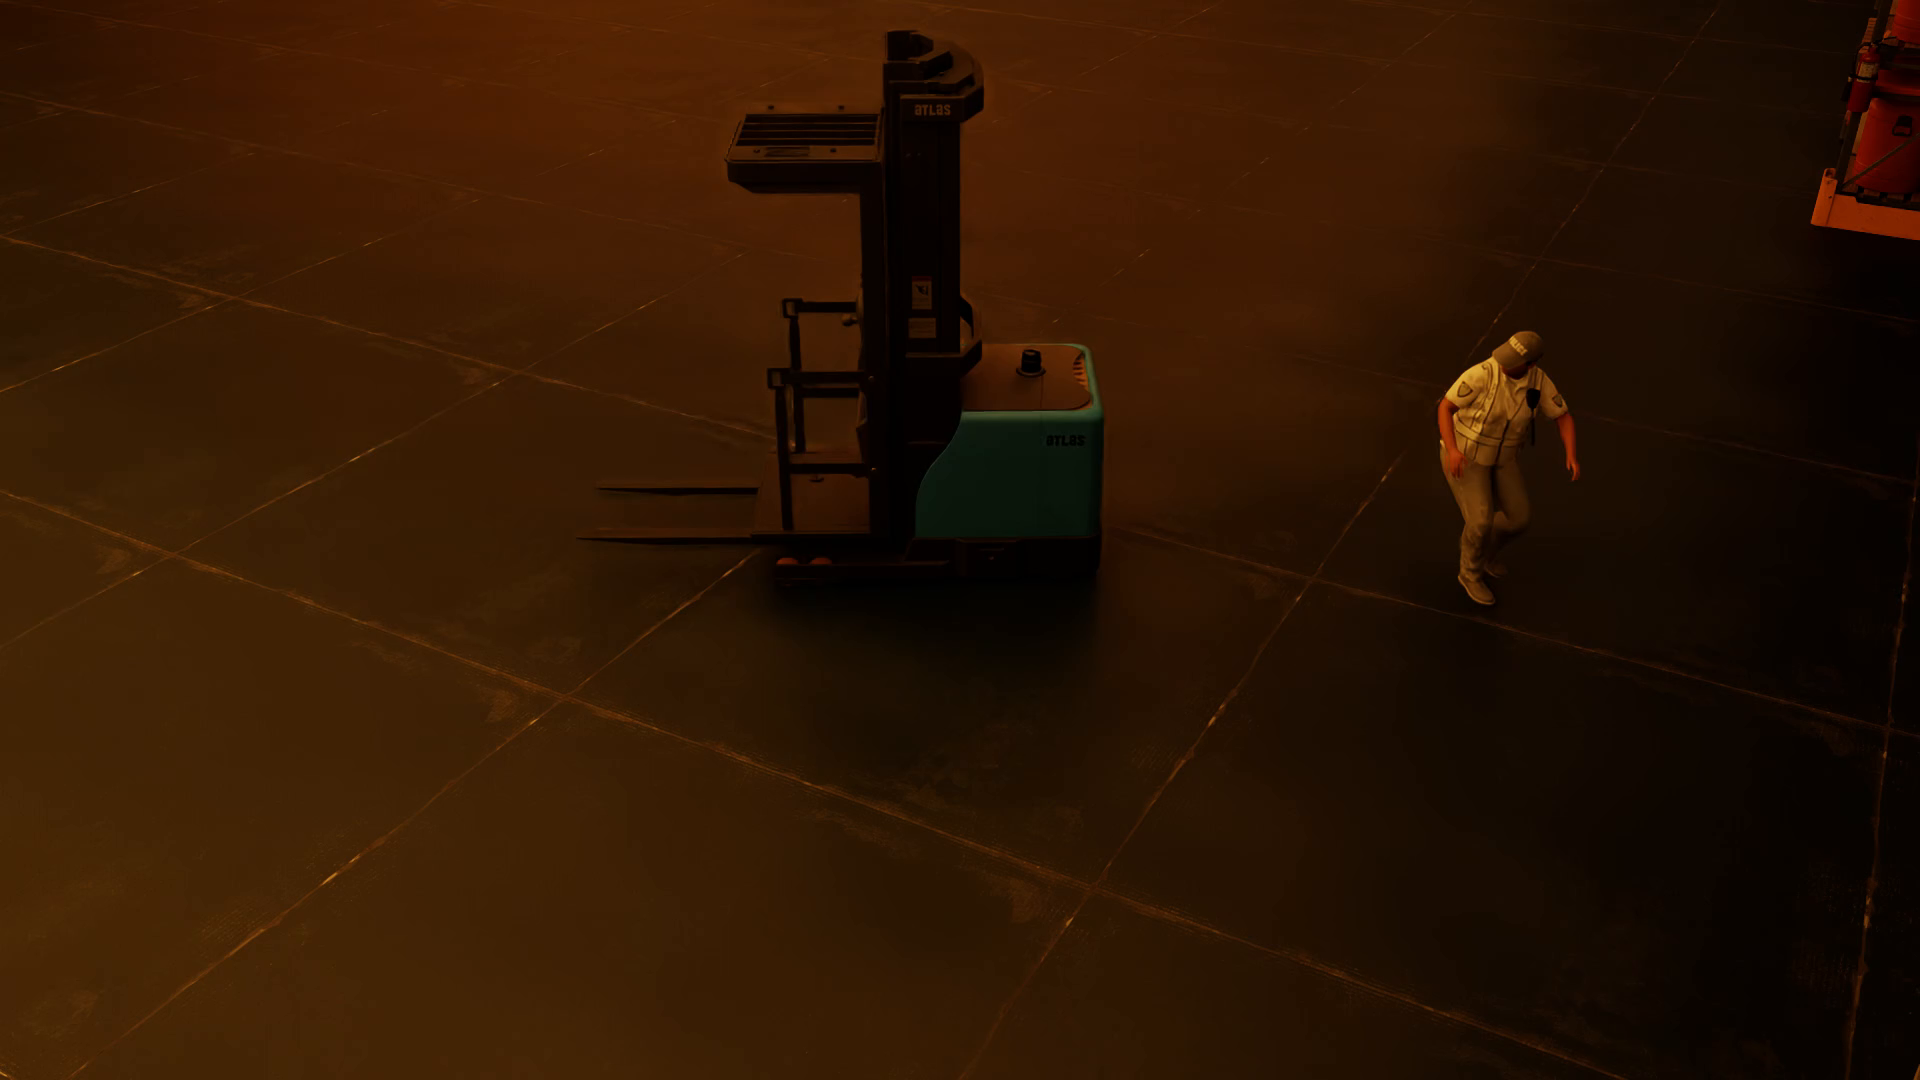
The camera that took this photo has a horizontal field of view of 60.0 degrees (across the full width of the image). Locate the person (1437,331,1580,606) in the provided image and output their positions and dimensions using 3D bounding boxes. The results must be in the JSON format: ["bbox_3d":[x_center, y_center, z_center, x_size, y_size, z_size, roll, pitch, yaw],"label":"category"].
[{"bbox_3d":[2.982,-0.404,9.145,0.739,1.586,0.710,-8,31,-14],"label":"person"}]

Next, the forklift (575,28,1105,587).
[{"bbox_3d":[-0.710,-1.267,9.266,3.031,2.935,1.130,0,30,-1],"label":"forklift"}]
